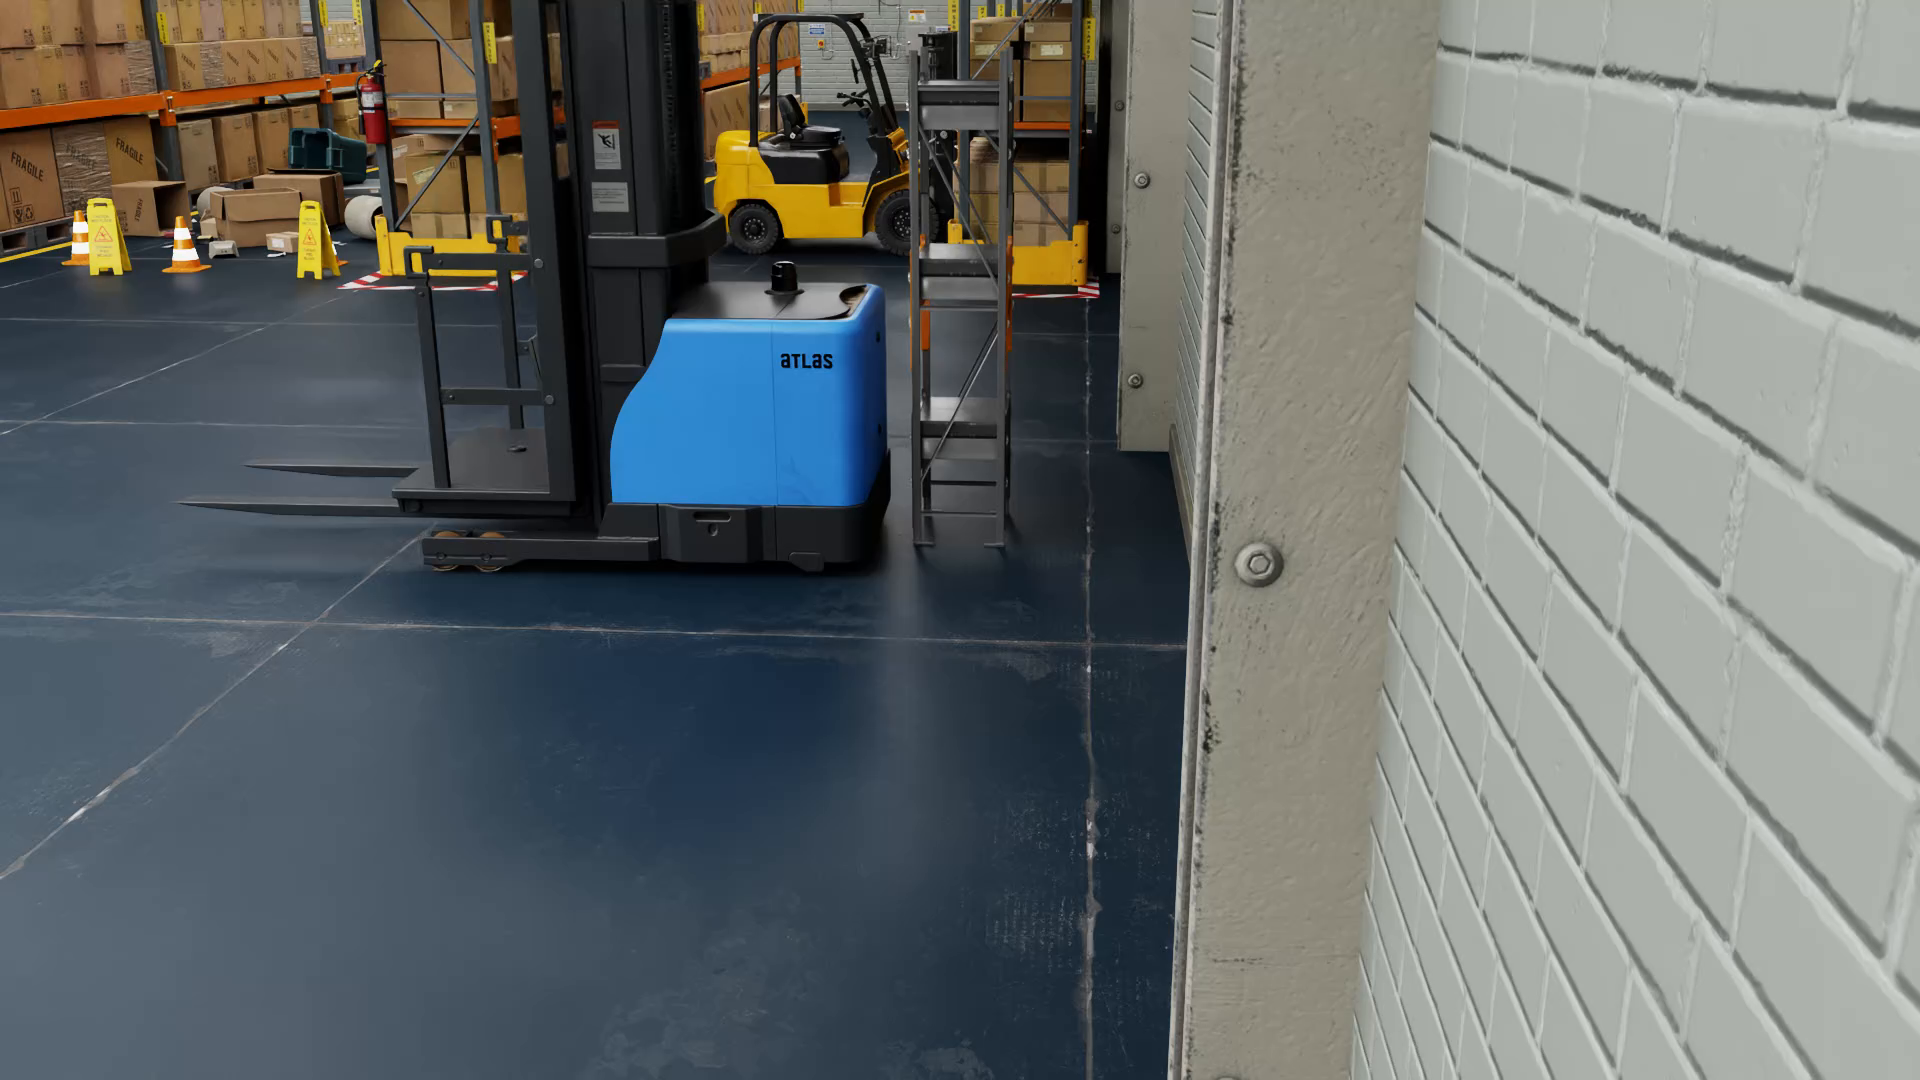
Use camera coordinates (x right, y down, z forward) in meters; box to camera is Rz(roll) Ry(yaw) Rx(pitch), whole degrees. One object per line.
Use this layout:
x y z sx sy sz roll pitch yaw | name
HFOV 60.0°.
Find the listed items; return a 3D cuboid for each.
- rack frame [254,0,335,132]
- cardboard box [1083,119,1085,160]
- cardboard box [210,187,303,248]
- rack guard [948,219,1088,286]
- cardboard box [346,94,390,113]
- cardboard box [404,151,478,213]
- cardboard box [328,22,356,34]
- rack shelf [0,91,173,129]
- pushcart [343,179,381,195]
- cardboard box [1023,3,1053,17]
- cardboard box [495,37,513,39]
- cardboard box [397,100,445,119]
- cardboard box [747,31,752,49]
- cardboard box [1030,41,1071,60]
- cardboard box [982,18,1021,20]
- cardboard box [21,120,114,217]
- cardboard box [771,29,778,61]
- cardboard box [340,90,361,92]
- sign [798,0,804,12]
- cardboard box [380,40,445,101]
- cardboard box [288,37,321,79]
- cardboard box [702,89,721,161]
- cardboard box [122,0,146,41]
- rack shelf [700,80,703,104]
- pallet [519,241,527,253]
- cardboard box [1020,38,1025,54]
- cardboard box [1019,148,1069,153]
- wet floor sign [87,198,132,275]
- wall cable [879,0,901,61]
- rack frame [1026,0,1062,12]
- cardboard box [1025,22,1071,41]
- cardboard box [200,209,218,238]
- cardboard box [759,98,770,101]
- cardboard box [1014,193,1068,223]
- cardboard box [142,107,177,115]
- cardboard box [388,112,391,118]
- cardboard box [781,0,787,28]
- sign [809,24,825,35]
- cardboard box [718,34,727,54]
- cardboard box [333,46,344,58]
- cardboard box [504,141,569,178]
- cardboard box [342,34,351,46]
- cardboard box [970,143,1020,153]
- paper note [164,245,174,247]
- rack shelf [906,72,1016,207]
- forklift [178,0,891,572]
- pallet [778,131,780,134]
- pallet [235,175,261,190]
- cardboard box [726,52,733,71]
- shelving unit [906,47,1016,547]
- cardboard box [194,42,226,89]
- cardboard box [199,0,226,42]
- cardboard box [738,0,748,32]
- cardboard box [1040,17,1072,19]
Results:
-8.830 -6.303 21.841 1.000 3.000 0.127 1 18 4 | rack frame
1.430 -5.402 22.433 0.500 0.500 0.500 1 18 4 | cardboard box
-6.858 -3.155 16.243 0.797 0.503 0.637 -13 22 -34 | cardboard box
0.490 -2.434 14.048 1.175 0.500 0.348 1 18 4 | rack guard
-8.455 -6.190 23.634 0.500 0.250 0.500 1 18 4 | cardboard box
-4.662 -3.243 15.040 0.500 0.500 0.500 1 18 4 | cardboard box
-8.546 -7.047 22.885 0.380 0.149 0.250 1 18 2 | cardboard box
-9.260 -4.097 16.266 1.077 0.370 4.000 1 18 4 | rack shelf
-6.450 -3.771 18.324 1.648 0.377 0.936 -5 19 -15 | pushcart
1.231 -8.424 26.874 0.500 0.500 0.500 2 18 5 | cardboard box
-4.114 -4.230 14.876 0.500 0.500 0.500 2 18 6 | cardboard box
-4.646 -3.741 14.425 0.380 0.149 0.250 2 18 6 | cardboard box
-3.388 -7.490 24.902 0.500 0.250 0.500 1 18 4 | cardboard box
0.775 -4.085 13.869 0.380 0.149 0.250 1 18 3 | cardboard box
0.410 -4.955 16.047 0.380 0.149 0.250 1 18 3 | cardboard box
-9.293 -3.776 16.869 0.875 0.875 0.875 1 18 4 | cardboard box
-3.222 -7.964 26.750 0.500 0.500 0.500 1 18 4 | cardboard box
-8.896 -6.524 24.652 0.500 0.250 0.500 2 18 5 | cardboard box
-2.772 -9.355 28.915 0.100 0.325 0.005 1 18 4 | sign
-4.695 -4.103 14.488 0.500 0.500 0.500 1 18 3 | cardboard box
-8.595 -6.204 21.380 0.500 0.500 0.500 1 18 4 | cardboard box
-3.753 -5.626 22.514 0.875 0.875 0.875 1 18 3 | cardboard box
-9.178 -5.531 17.510 0.875 0.550 0.550 1 18 4 | cardboard box
-4.029 -5.261 19.816 1.077 0.370 4.000 1 18 4 | rack shelf
-4.360 -2.689 15.290 1.003 0.211 1.213 1 18 4 | pallet
0.413 -4.574 15.361 0.380 0.149 0.250 1 18 4 | cardboard box
0.794 -3.453 15.279 0.500 0.250 0.500 1 18 4 | cardboard box
-7.431 -2.646 14.462 0.267 0.644 0.232 -2 18 -6 | wet floor sign
-1.516 -10.915 34.284 0.588 1.984 0.122 1 18 4 | wall cable
1.639 -8.599 28.847 1.000 3.000 0.127 1 18 4 | rack frame
0.729 -4.226 13.823 0.380 0.149 0.250 1 18 3 | cardboard box
-7.403 -3.186 16.720 0.396 0.266 0.258 4 19 13 | cardboard box
-3.317 -7.199 28.015 0.875 0.438 0.875 2 18 5 | cardboard box
0.733 -2.901 14.398 0.500 0.250 0.500 2 18 5 | cardboard box
-13.356 -7.080 26.951 0.875 0.875 0.875 1 18 4 | cardboard box
-8.460 -5.844 23.781 0.500 0.500 0.500 1 18 3 | cardboard box
-3.156 -8.759 27.572 0.500 0.500 0.500 1 18 4 | cardboard box
-2.975 -10.609 34.547 0.327 0.218 0.001 1 18 4 | sign
-3.517 -6.857 22.970 0.500 0.250 0.500 1 18 4 | cardboard box
-8.577 -6.601 22.479 0.380 0.149 0.250 2 18 7 | cardboard box
-4.047 -3.558 16.002 0.500 0.500 0.500 2 18 5 | cardboard box
-8.562 -6.837 22.723 0.380 0.149 0.250 1 18 2 | cardboard box
0.315 -3.620 15.790 0.500 0.250 0.500 1 18 3 | cardboard box
-7.601 -2.843 16.052 0.144 0.017 0.142 8 20 23 | paper note
0.012 -1.701 7.039 0.431 0.518 0.480 1 18 4 | rack shelf
-1.862 -1.419 7.047 3.031 2.935 1.130 1 18 3 | forklift
-3.466 -6.375 26.540 1.003 0.211 1.213 1 18 4 | pallet
-9.052 -4.357 20.380 1.003 0.211 1.213 1 18 4 | pallet
-3.505 -6.775 23.522 0.500 0.250 0.500 1 18 4 | cardboard box
0.012 -1.049 7.253 0.431 2.100 0.503 1 18 4 | shelving unit
-8.775 -5.422 18.992 0.500 0.500 0.500 1 18 4 | cardboard box
-9.016 -6.054 19.316 0.700 0.500 0.500 1 18 4 | cardboard box
-3.410 -7.683 24.288 0.500 0.500 0.500 2 18 5 | cardboard box
0.998 -5.186 16.752 0.380 0.149 0.250 1 18 2 | cardboard box
